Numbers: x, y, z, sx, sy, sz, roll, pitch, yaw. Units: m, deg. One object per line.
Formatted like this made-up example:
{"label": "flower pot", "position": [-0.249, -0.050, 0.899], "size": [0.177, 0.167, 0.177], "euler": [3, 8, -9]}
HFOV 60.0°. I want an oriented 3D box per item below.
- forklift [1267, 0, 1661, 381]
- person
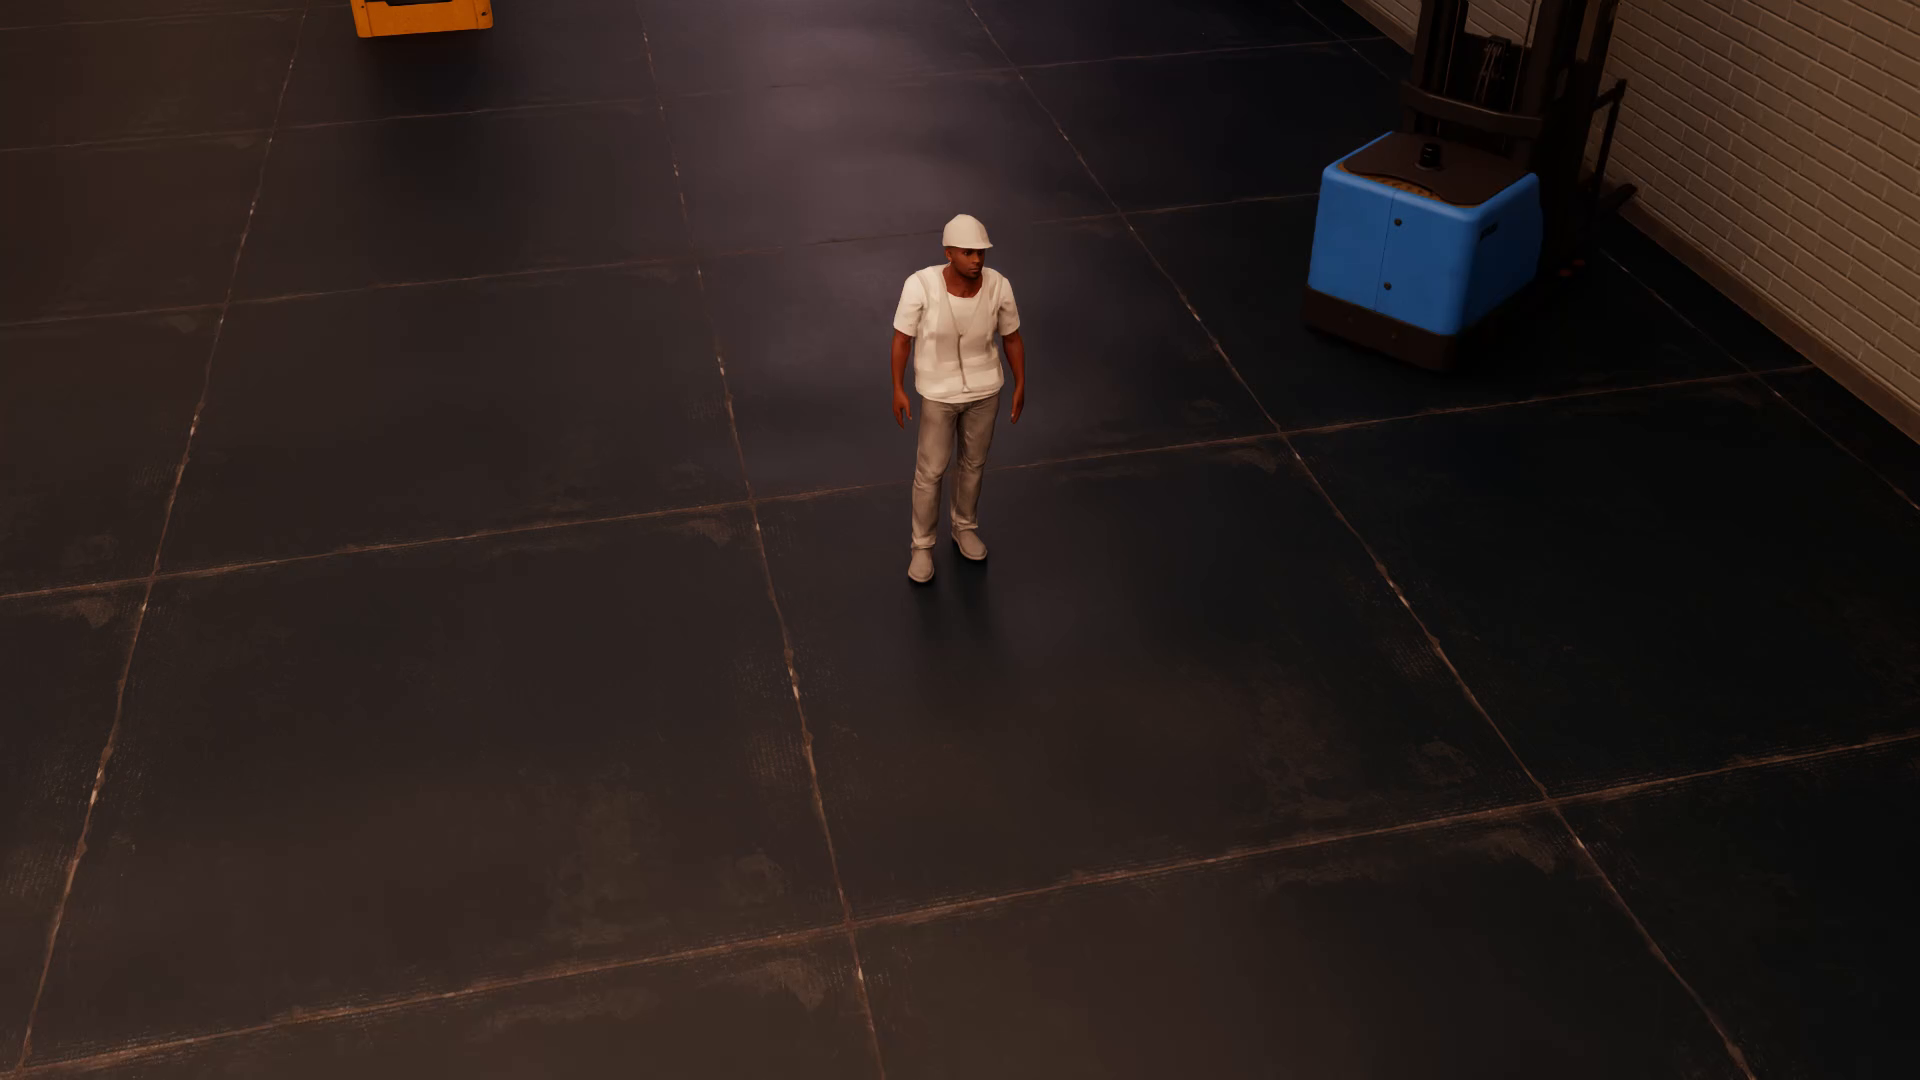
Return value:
{"label": "forklift", "position": [3.372, -2.832, 9.985], "size": [3.031, 2.935, 1.130], "euler": [-25, 43, -31]}
{"label": "person", "position": [0.009, -0.683, 7.983], "size": [0.665, 1.766, 0.576], "euler": [-8, 36, -11]}
